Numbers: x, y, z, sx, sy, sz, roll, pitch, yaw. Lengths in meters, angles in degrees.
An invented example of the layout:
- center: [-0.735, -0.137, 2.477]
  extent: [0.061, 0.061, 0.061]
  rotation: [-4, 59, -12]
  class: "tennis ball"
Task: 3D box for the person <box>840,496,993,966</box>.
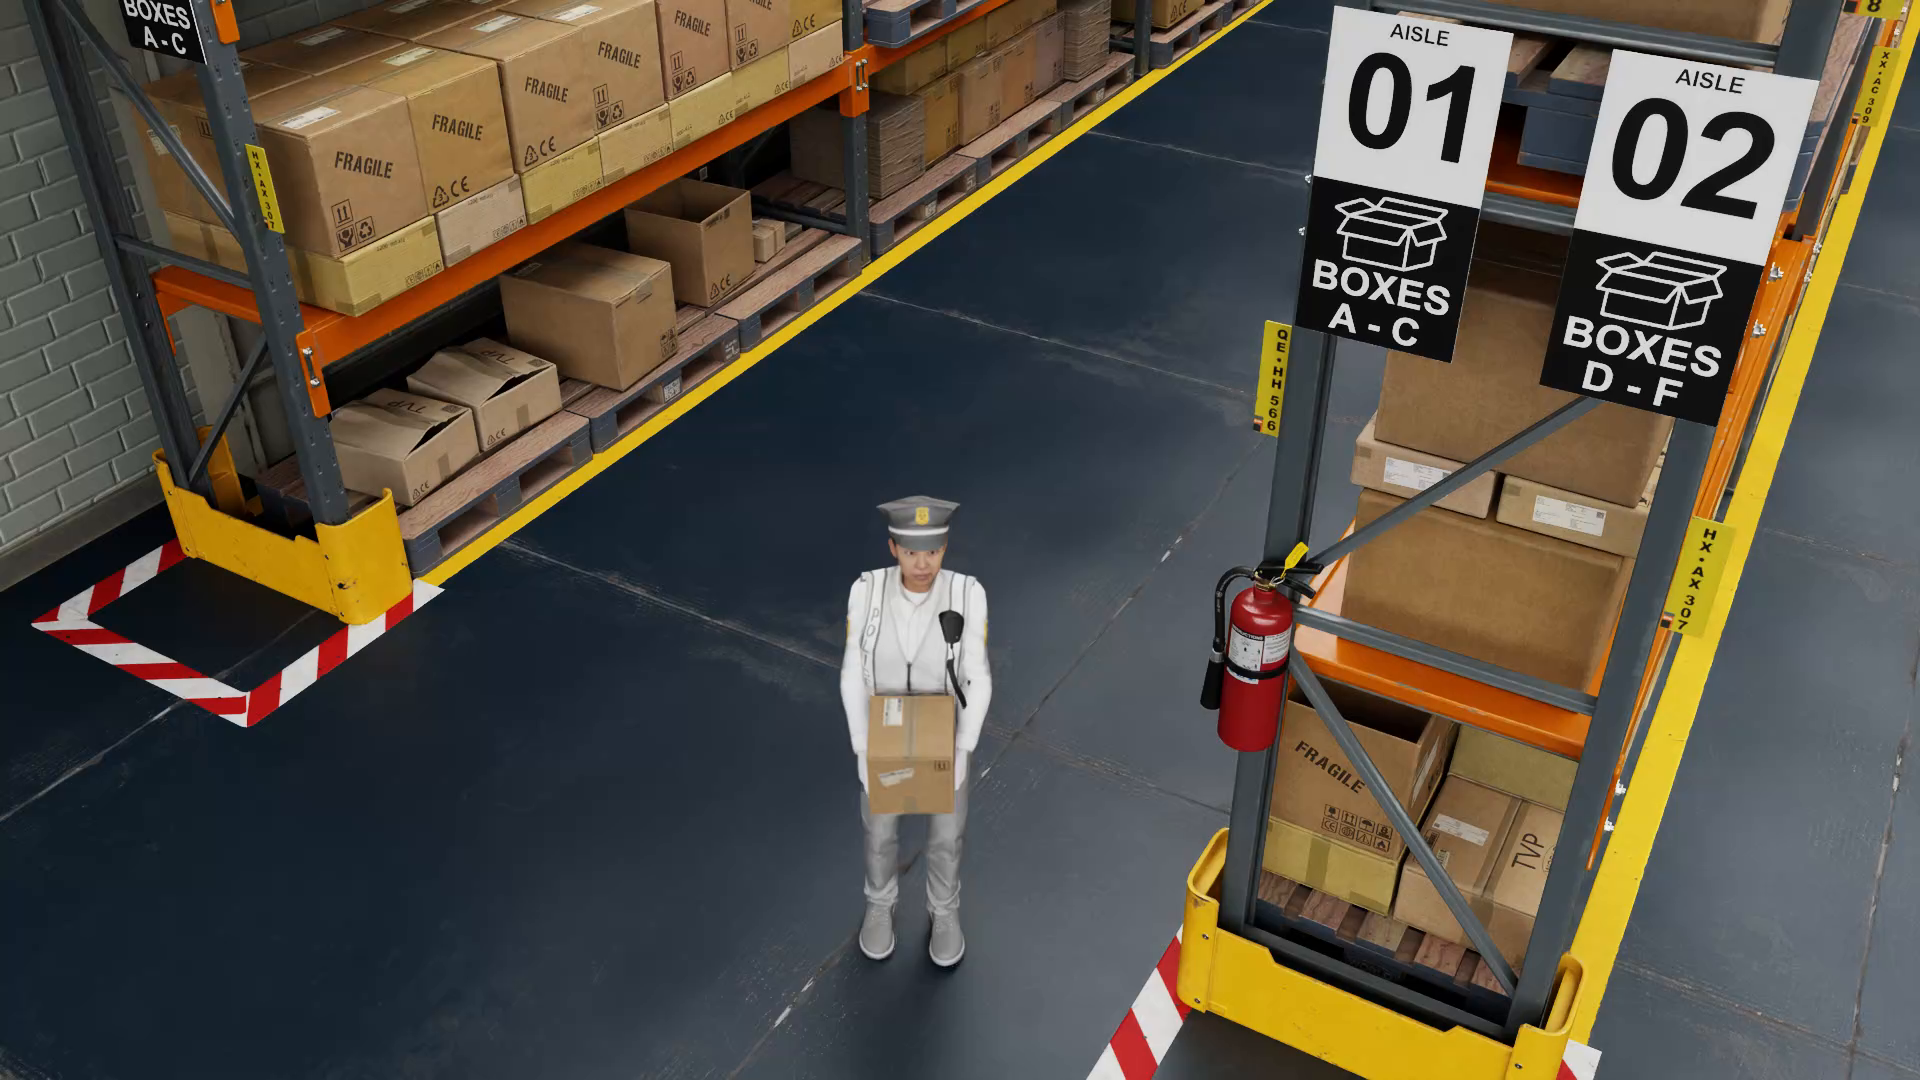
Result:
- center: [-0.133, 0.636, 5.182]
  extent: [0.467, 1.695, 0.554]
  rotation: [0, 34, 0]
  class: "person"
